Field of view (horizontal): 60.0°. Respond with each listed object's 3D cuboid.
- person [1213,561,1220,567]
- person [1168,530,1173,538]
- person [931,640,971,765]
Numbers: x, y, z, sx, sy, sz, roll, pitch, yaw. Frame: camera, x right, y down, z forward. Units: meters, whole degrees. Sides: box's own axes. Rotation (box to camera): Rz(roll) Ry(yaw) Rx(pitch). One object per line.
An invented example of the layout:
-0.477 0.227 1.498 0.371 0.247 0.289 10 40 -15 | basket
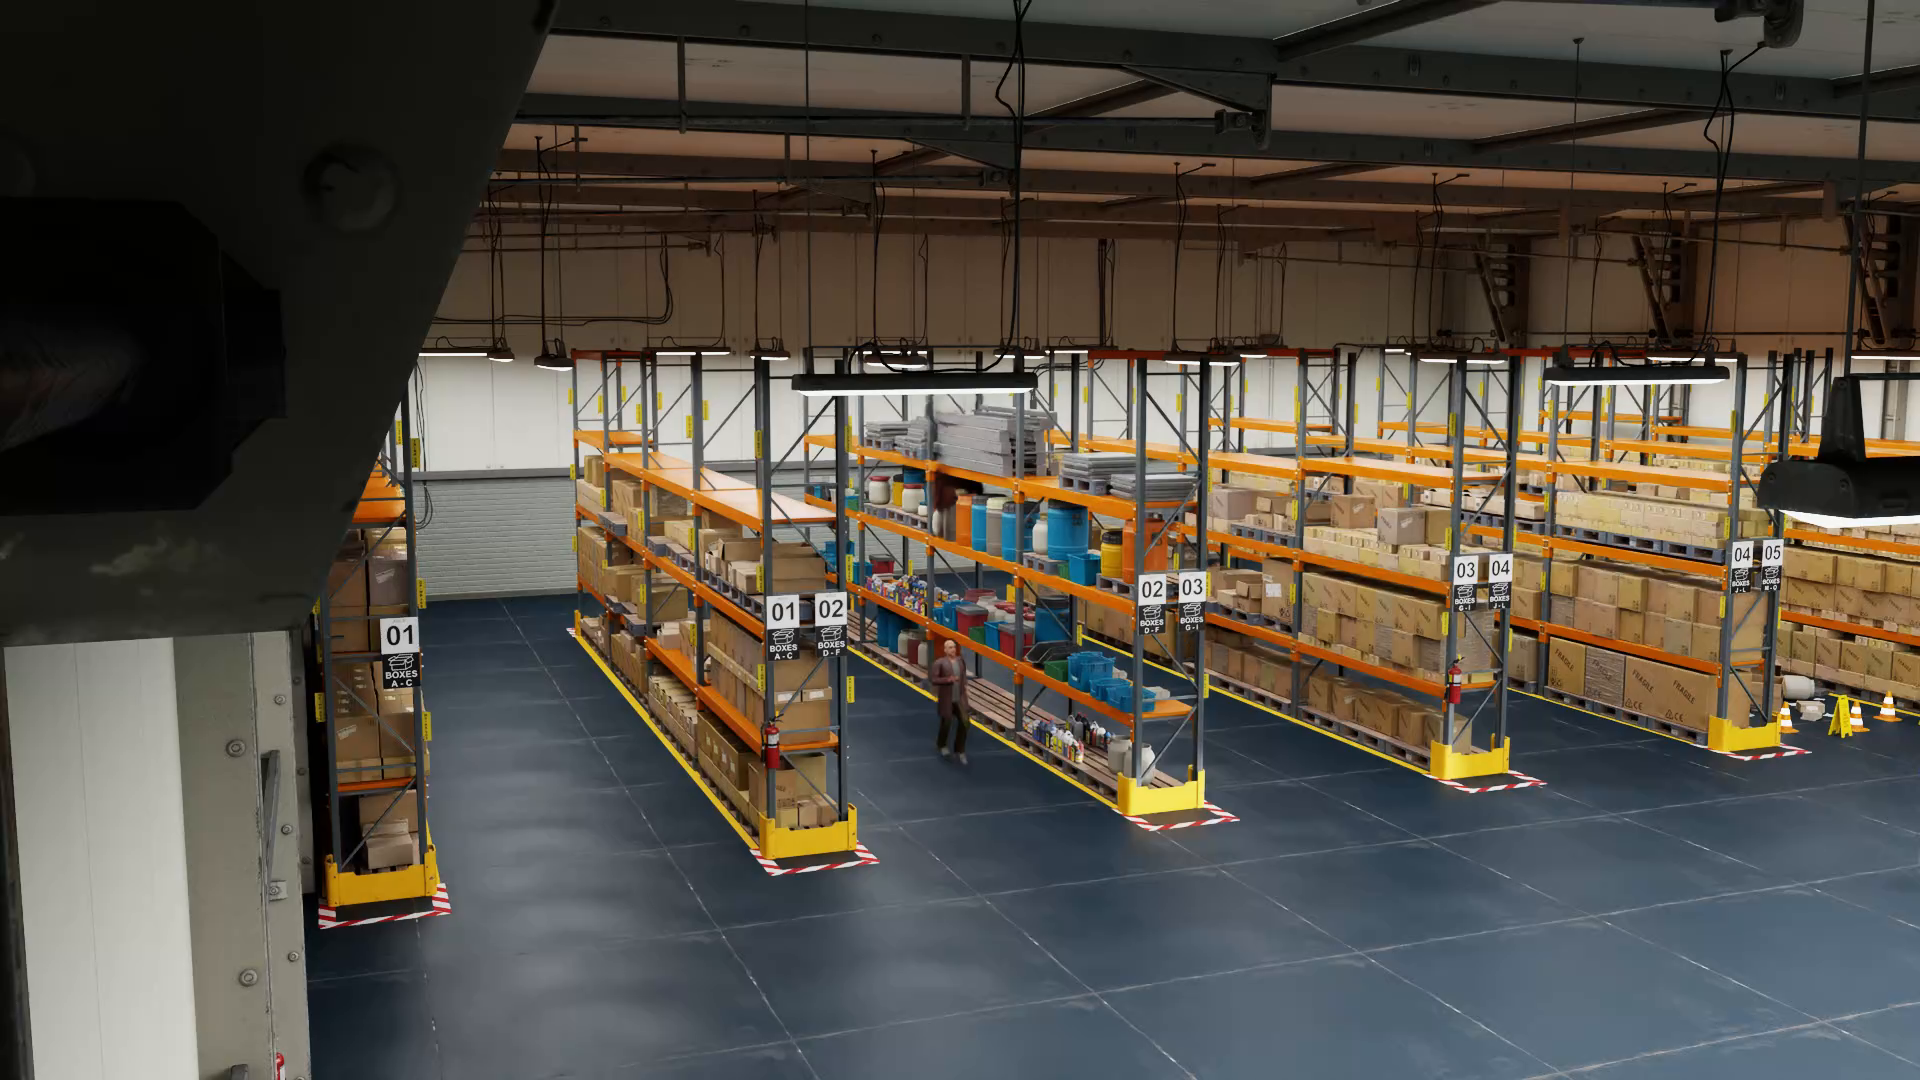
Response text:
5.321 1.266 34.489 0.522 1.619 0.751 -3 8 -24 | person
4.920 0.470 40.472 0.779 1.771 0.725 5 8 33 | person
-0.110 2.393 24.594 0.666 1.841 0.789 -3 8 -24 | person
